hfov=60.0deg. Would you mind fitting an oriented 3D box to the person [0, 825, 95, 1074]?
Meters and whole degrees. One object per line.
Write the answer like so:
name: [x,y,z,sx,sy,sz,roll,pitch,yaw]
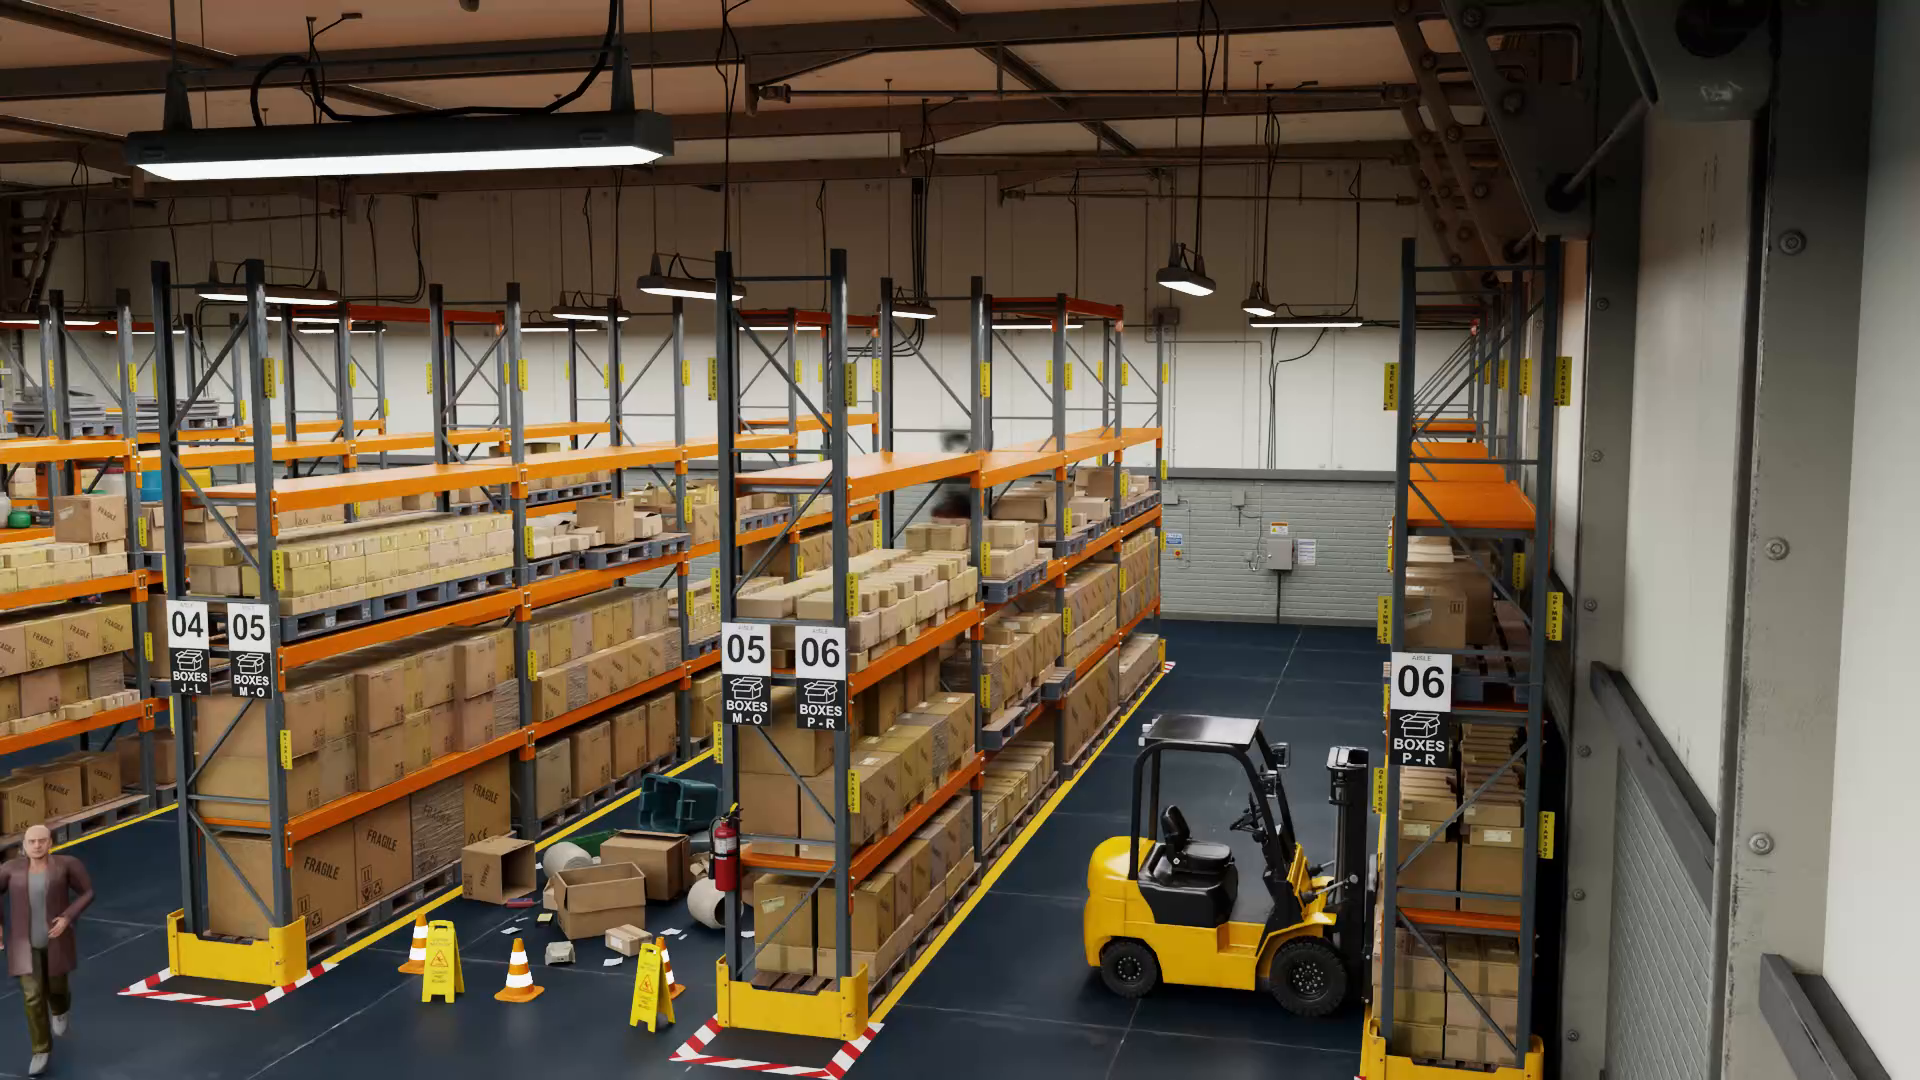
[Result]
person: [-6.841,2.984,12.389,0.736,1.743,0.895,-3,7,-26]
